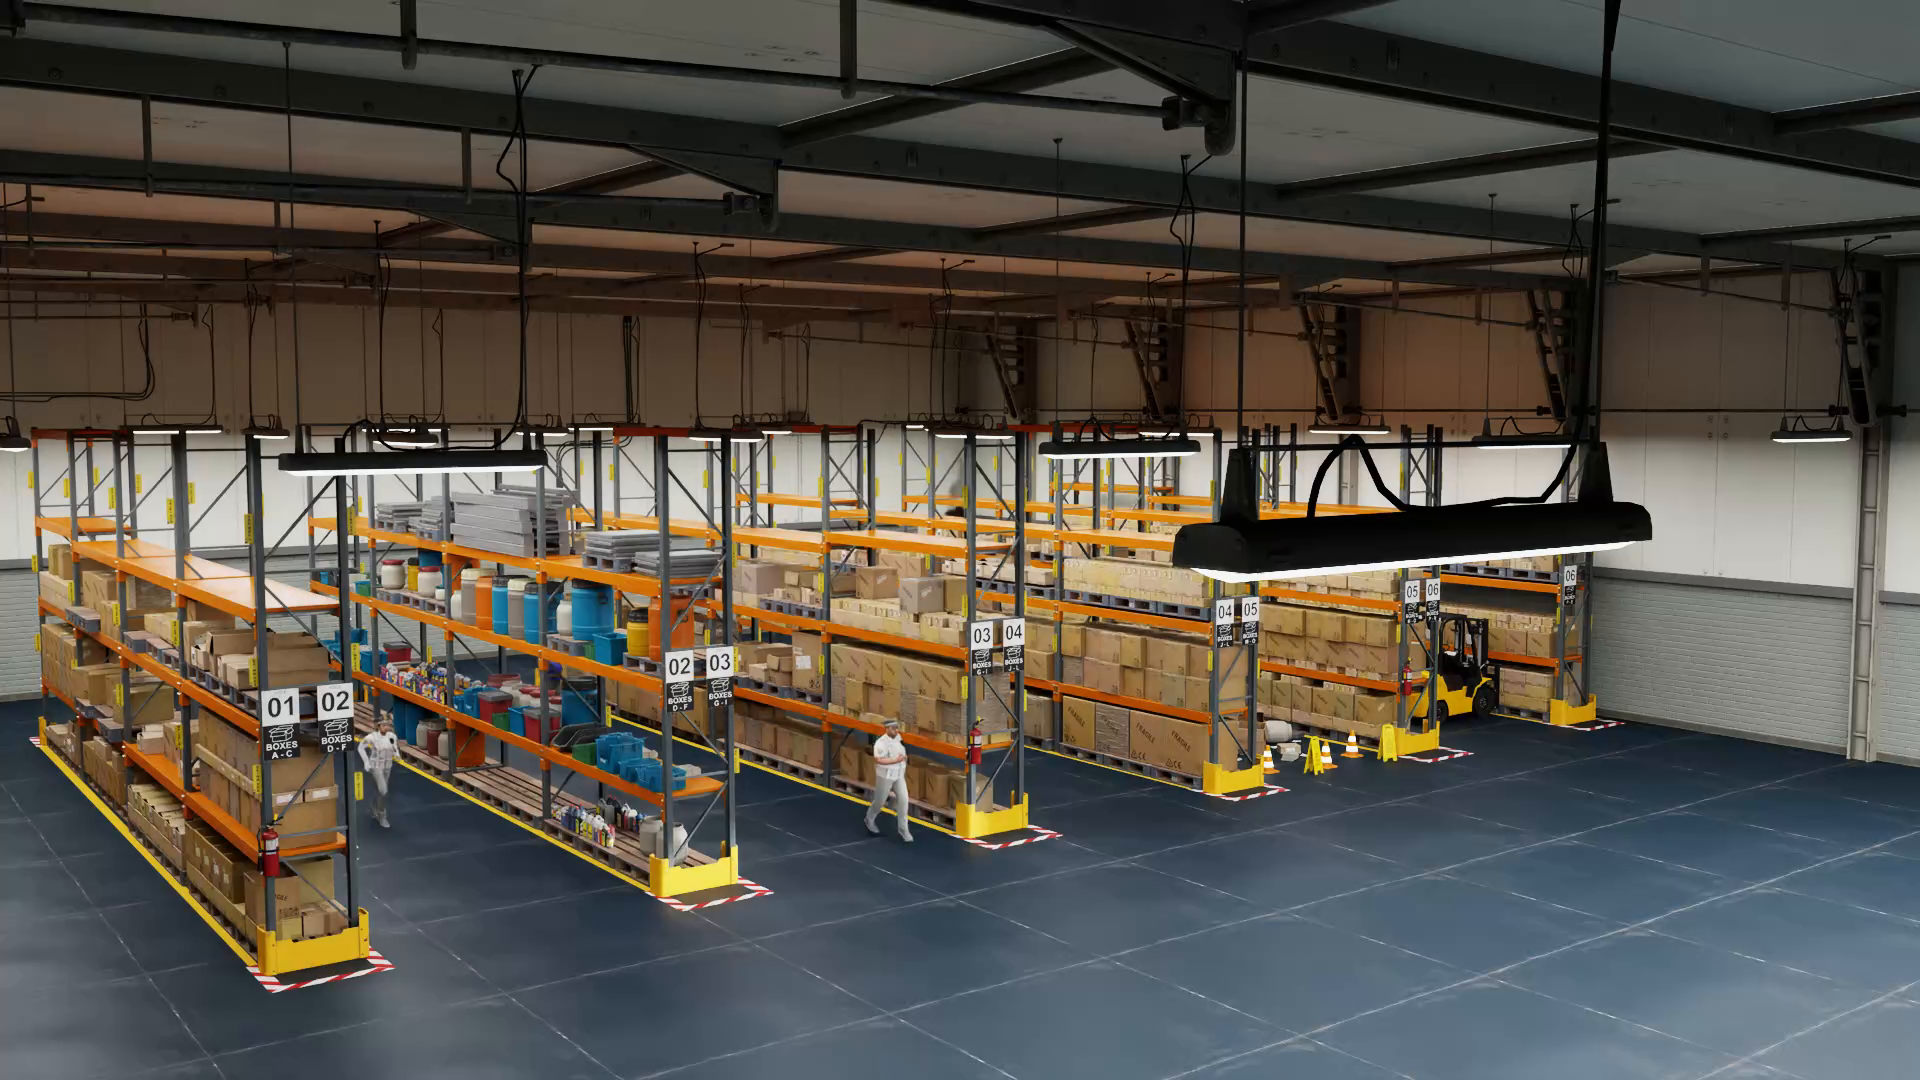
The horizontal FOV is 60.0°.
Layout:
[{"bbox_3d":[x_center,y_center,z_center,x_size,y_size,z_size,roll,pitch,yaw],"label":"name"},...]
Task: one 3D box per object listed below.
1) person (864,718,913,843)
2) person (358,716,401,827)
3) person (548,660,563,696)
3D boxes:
[{"bbox_3d":[-1.058,3.506,24.568,0.641,1.812,0.914,-4,6,-43],"label":"person"},{"bbox_3d":[-8.846,3.522,25.398,0.833,1.733,0.546,3,6,37],"label":"person"},{"bbox_3d":[-8.047,2.920,32.818,0.851,1.696,0.569,4,6,45],"label":"person"}]
